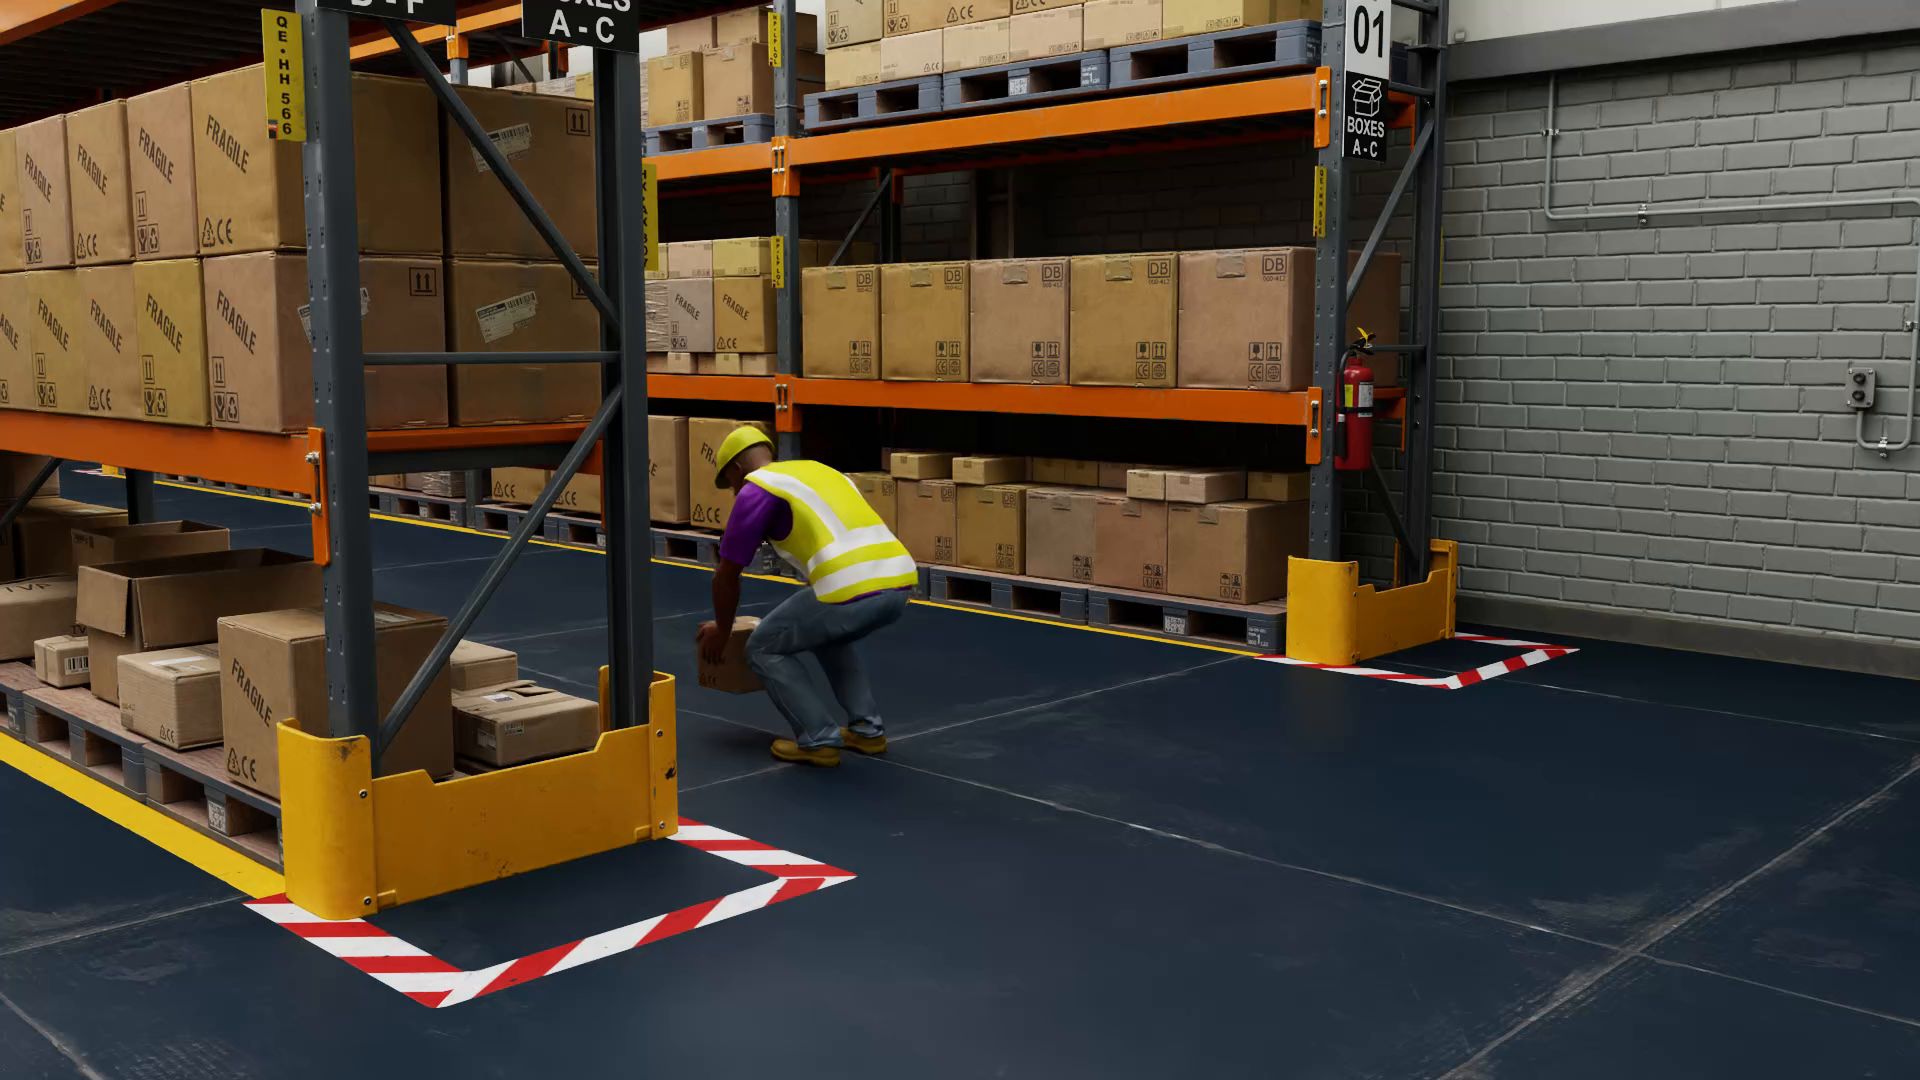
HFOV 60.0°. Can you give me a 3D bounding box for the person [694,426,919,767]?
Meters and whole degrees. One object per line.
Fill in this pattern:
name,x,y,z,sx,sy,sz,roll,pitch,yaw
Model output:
person,-0.582,0.199,6.237,0.832,1.233,0.623,6,9,39
